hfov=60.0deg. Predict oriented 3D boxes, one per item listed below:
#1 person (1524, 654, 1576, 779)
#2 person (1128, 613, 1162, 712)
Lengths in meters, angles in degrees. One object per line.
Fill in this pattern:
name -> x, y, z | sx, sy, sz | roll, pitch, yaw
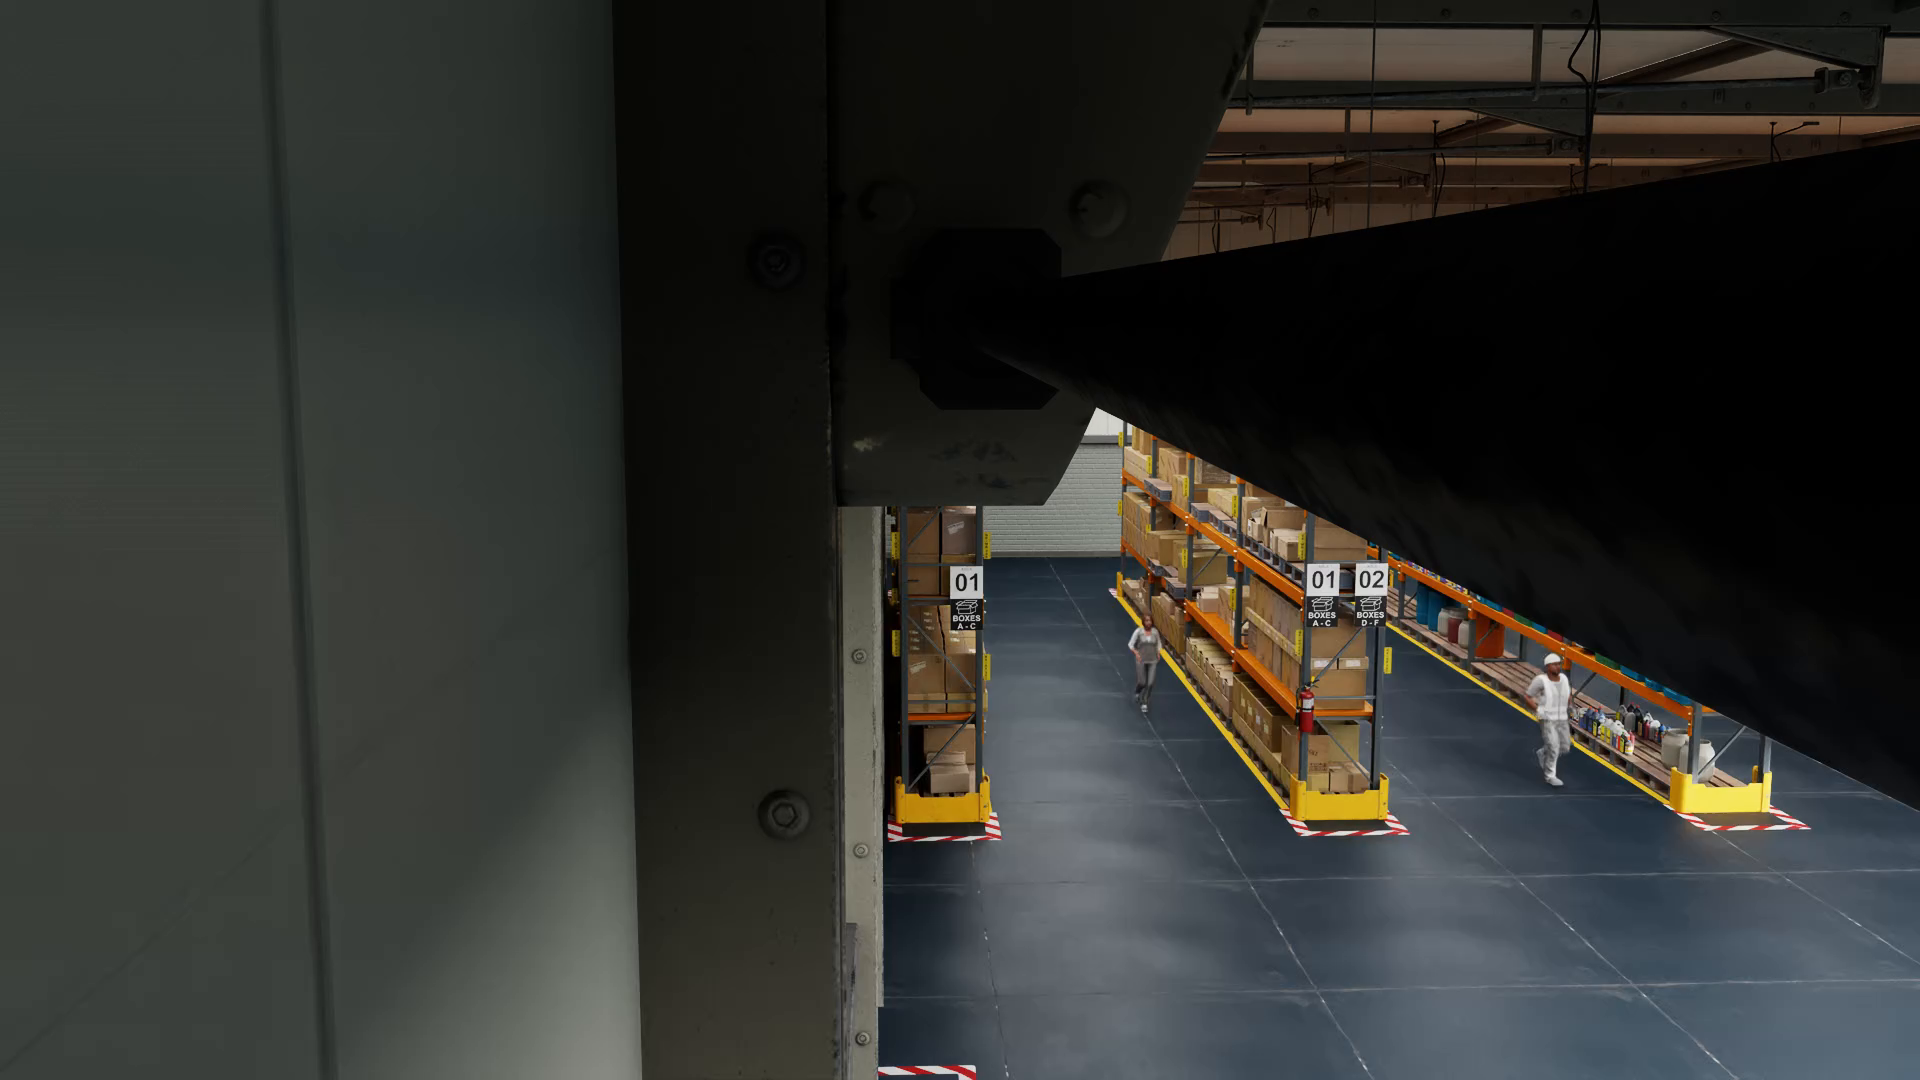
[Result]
person -> 7.856, 2.342, 22.134 | 0.685, 1.673, 0.587 | -2, 8, -17
person -> 2.910, 1.916, 26.028 | 0.523, 1.554, 0.531 | -1, 8, -8
